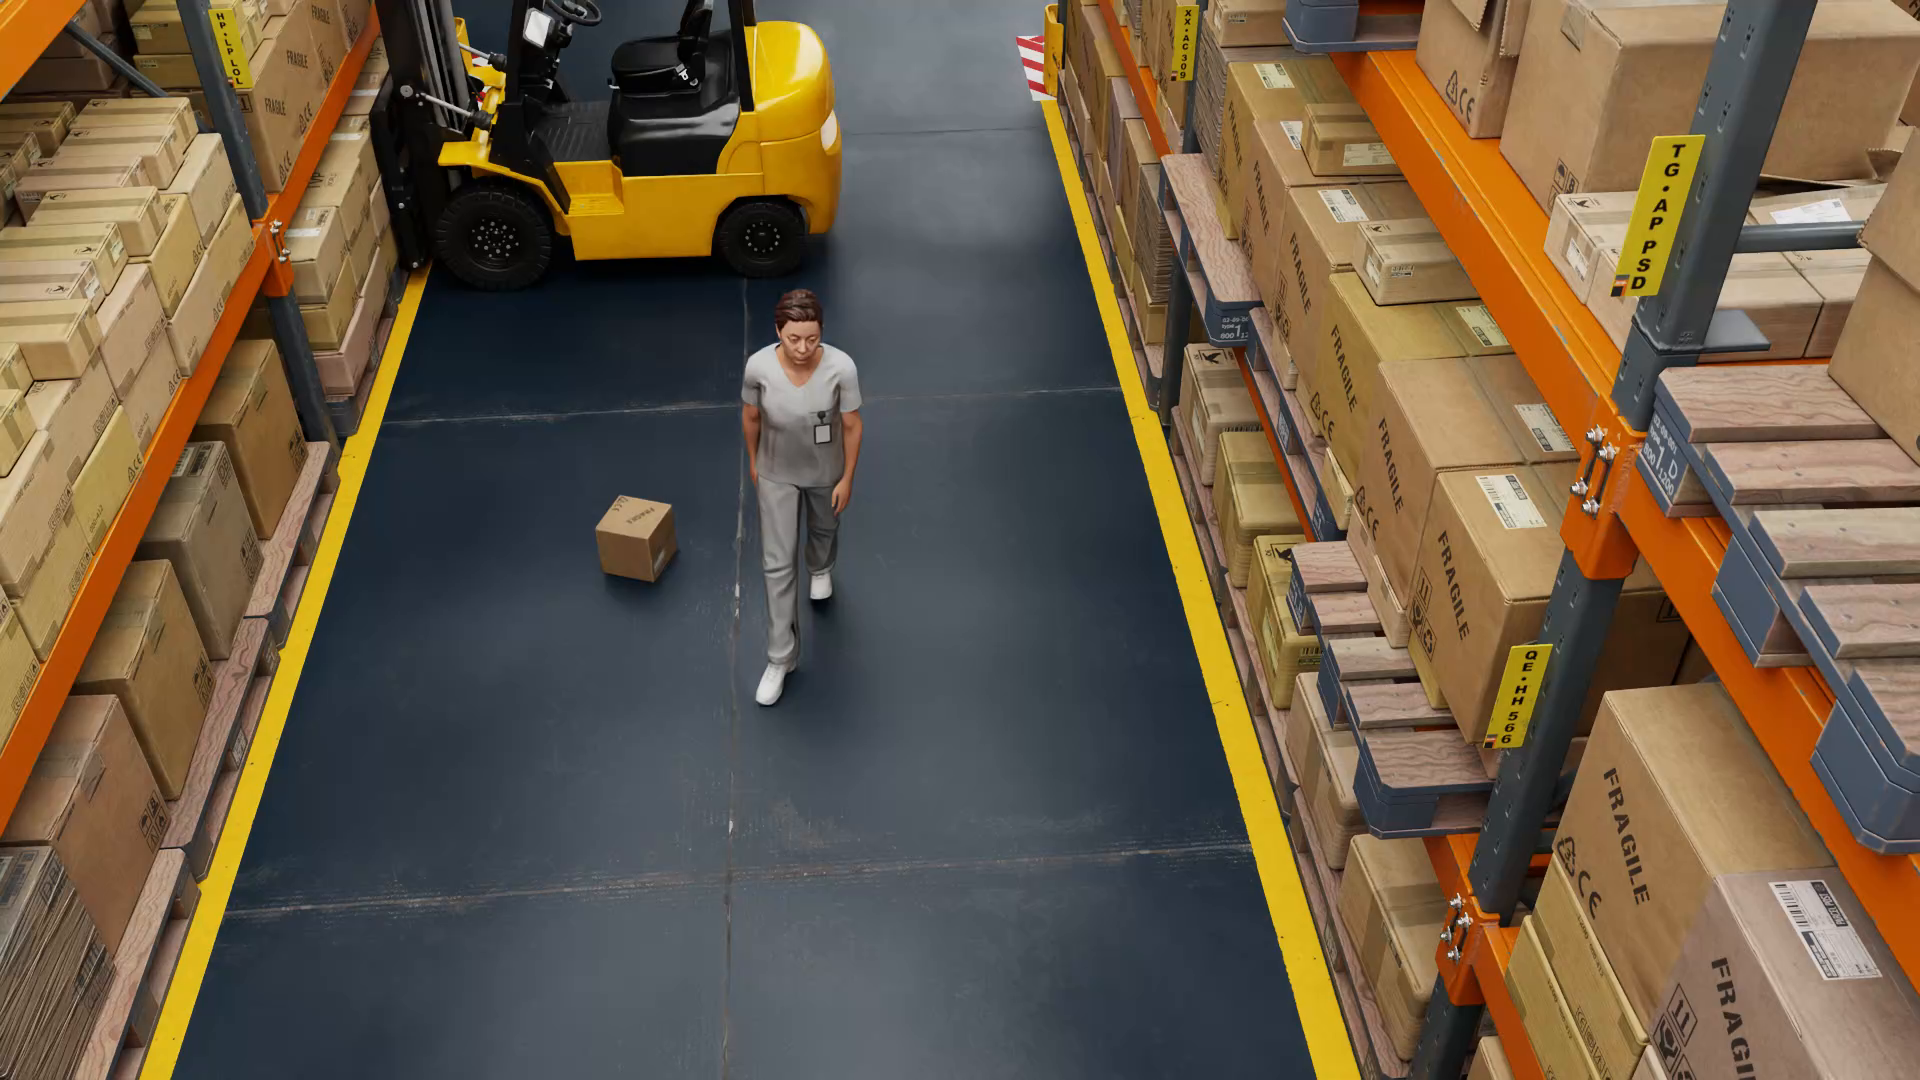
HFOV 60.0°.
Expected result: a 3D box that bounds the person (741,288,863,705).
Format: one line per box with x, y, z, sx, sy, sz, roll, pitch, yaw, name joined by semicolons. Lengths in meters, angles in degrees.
-0.617;-0.257;6.454;0.503;1.633;0.888;-5;39;-6;person
